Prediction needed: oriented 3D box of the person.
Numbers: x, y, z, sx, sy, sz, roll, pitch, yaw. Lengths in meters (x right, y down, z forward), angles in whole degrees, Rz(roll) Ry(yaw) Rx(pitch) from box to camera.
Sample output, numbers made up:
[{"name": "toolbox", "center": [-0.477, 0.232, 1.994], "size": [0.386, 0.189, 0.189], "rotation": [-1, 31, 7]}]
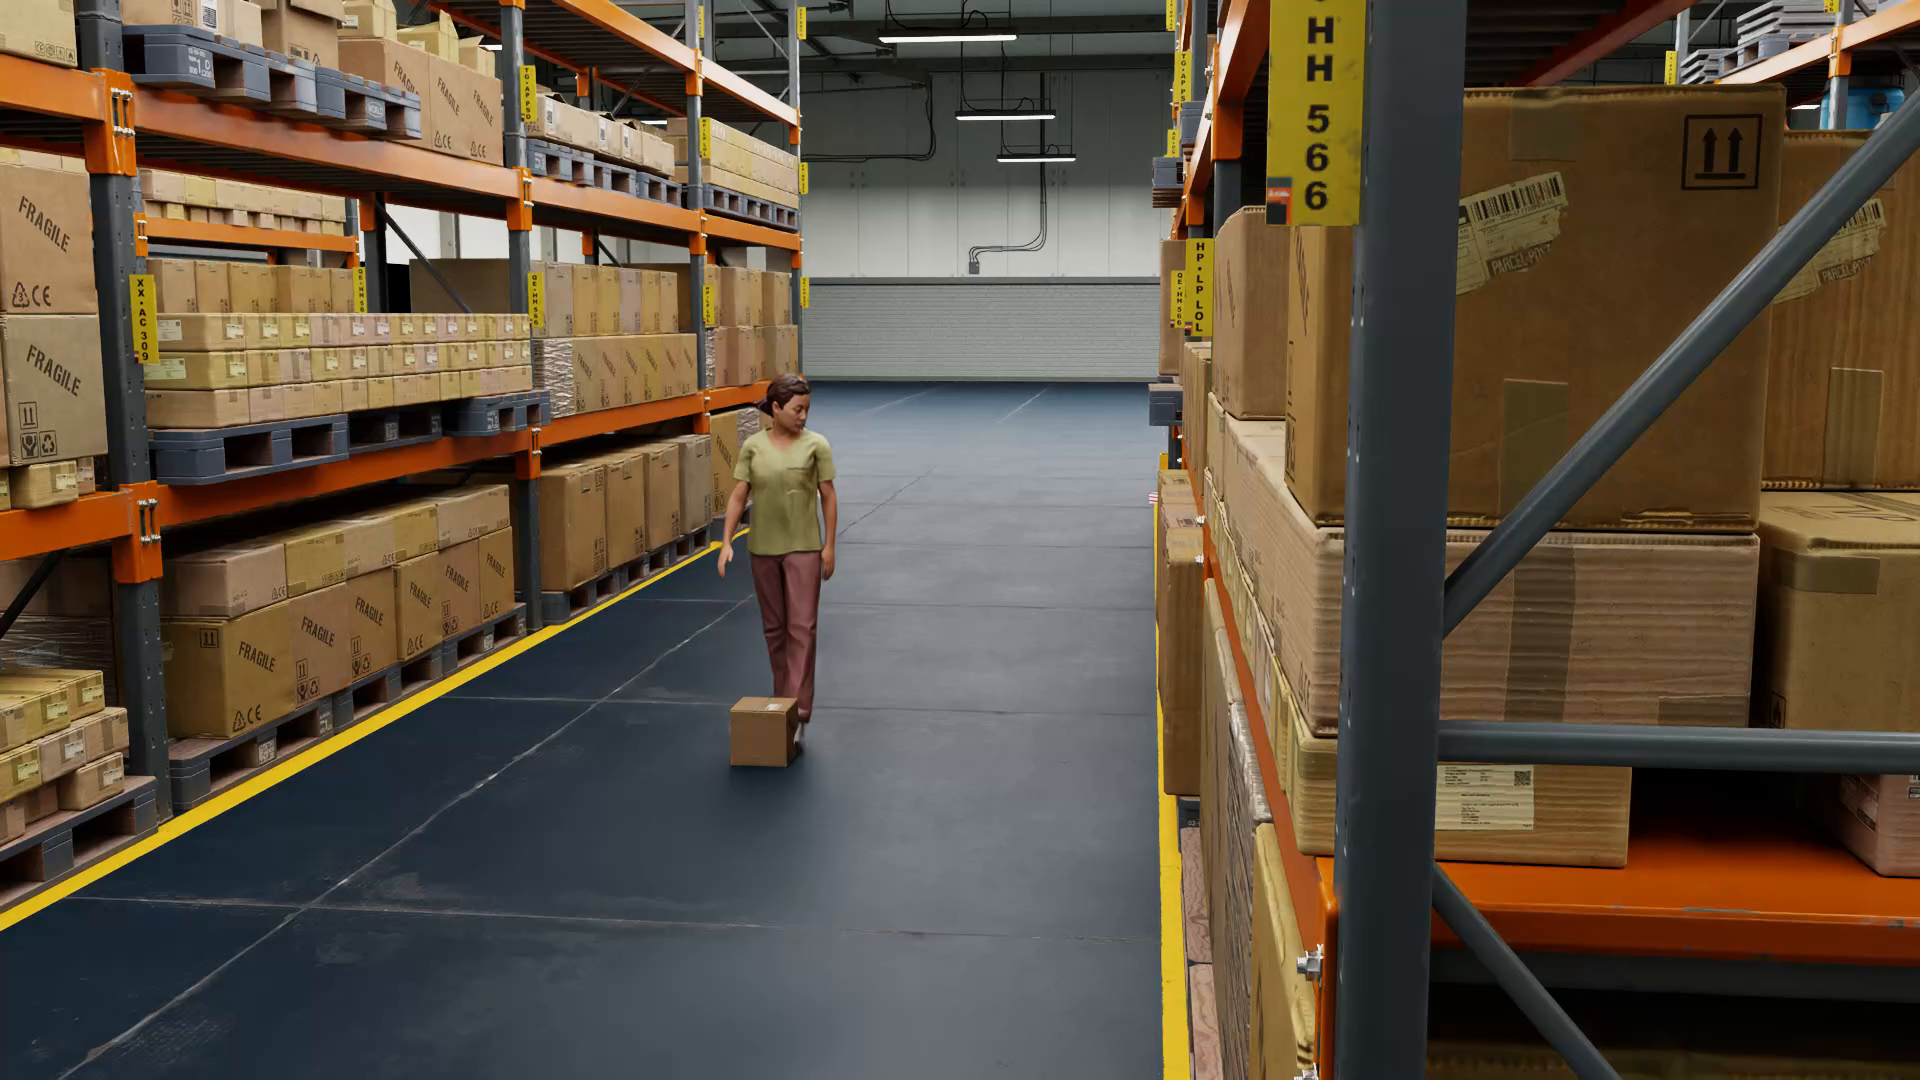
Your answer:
[{"name": "person", "center": [-0.853, 0.070, 7.628], "size": [0.496, 1.662, 0.731], "rotation": [2, 8, 12]}]
